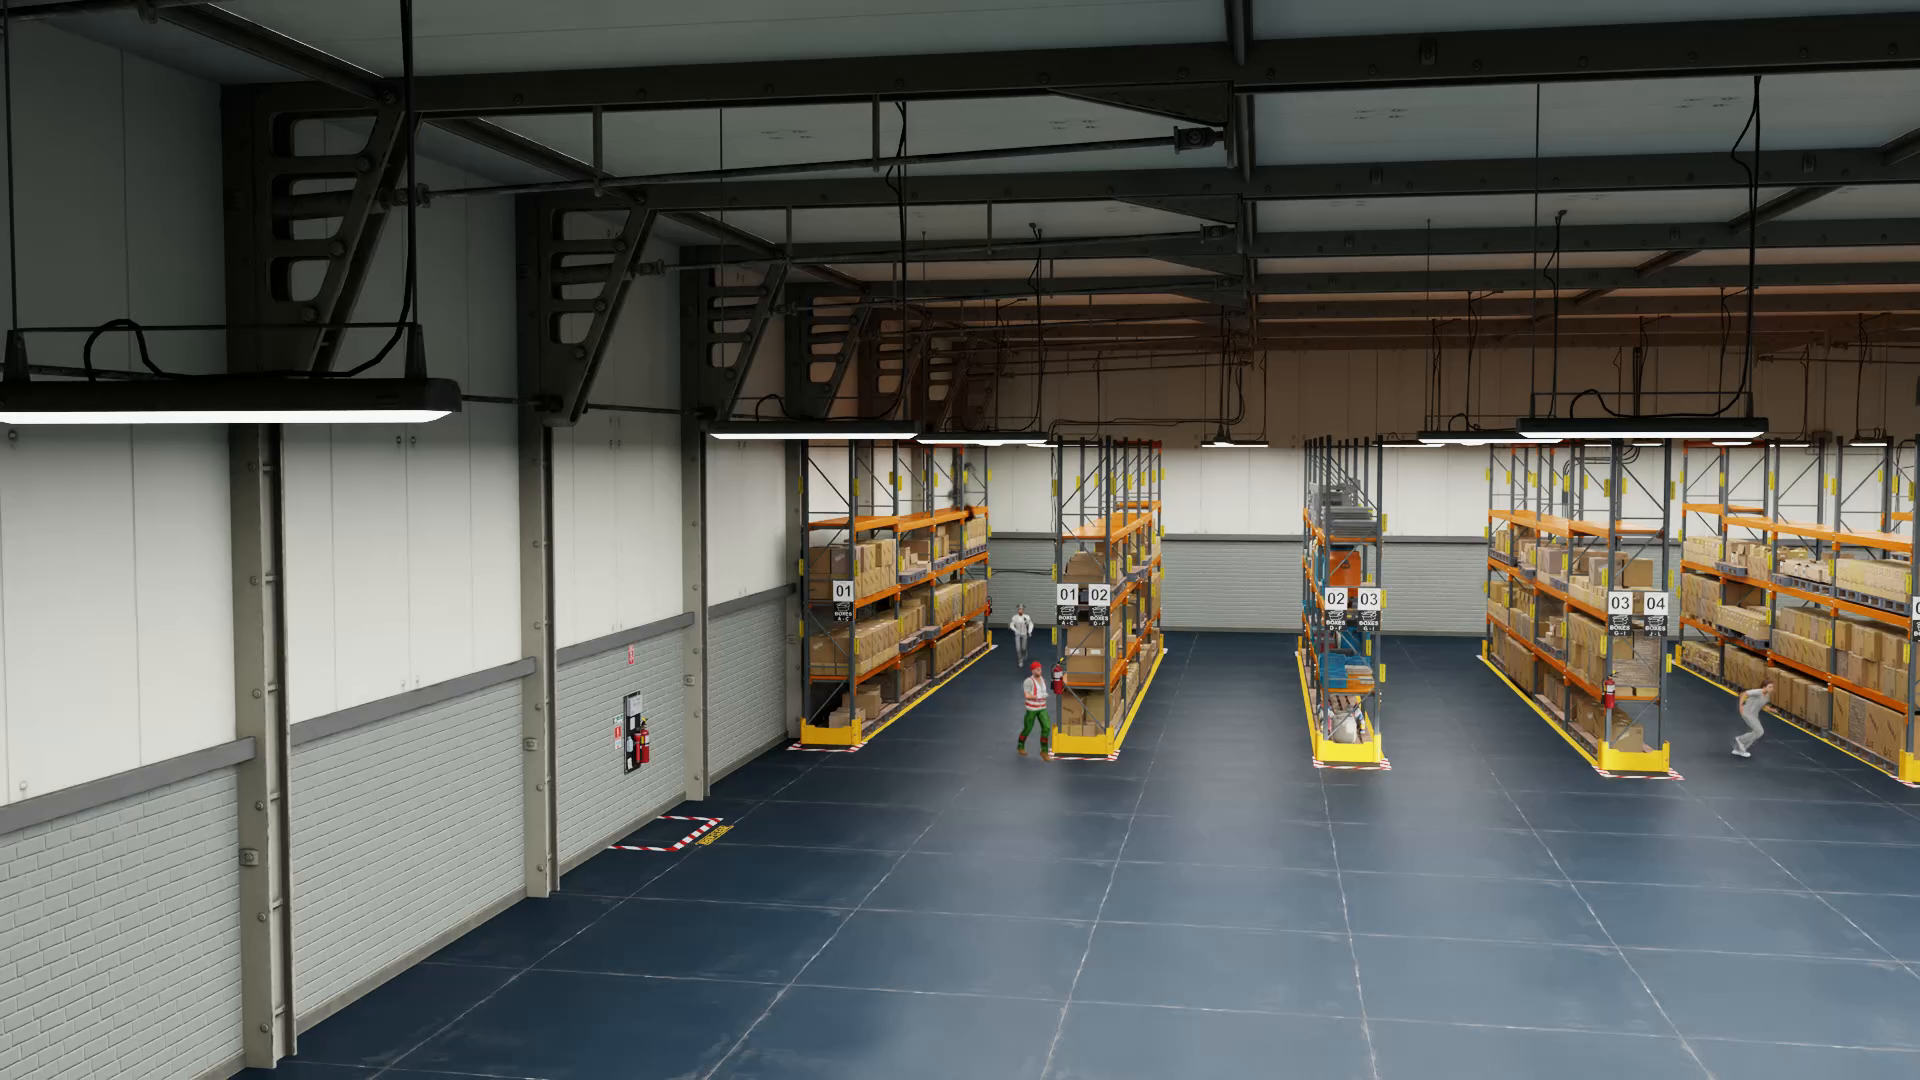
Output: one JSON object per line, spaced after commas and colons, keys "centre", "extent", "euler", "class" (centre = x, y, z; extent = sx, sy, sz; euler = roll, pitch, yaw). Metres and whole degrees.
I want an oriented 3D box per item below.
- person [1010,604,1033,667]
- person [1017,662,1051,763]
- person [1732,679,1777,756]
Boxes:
{"centre": [1.620, 2.526, 44.026], "extent": [0.612, 1.653, 0.548], "euler": [0, 3, 6], "class": "person"}
{"centre": [1.385, 3.155, 30.709], "extent": [0.647, 1.841, 0.886], "euler": [-2, 4, -36], "class": "person"}
{"centre": [14.739, 3.304, 30.880], "extent": [0.590, 1.503, 0.810], "euler": [-2, 4, -34], "class": "person"}
